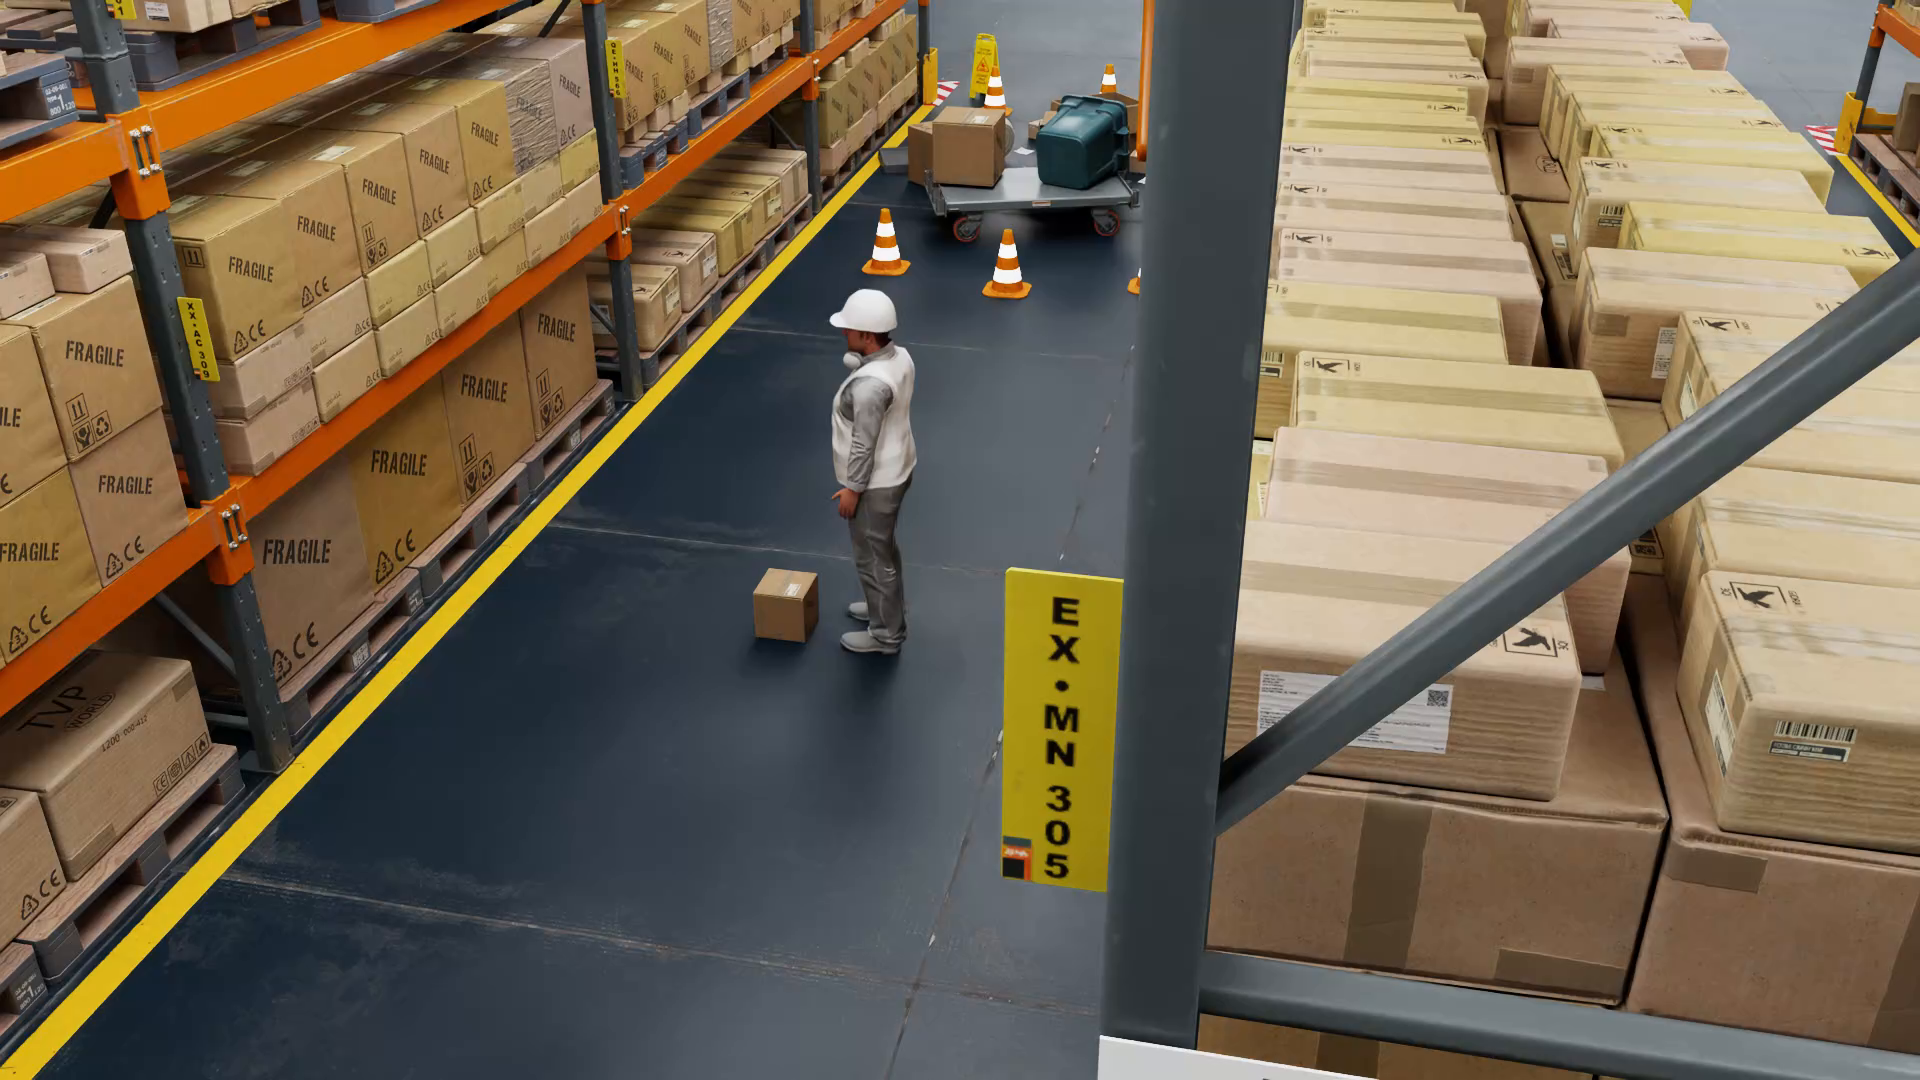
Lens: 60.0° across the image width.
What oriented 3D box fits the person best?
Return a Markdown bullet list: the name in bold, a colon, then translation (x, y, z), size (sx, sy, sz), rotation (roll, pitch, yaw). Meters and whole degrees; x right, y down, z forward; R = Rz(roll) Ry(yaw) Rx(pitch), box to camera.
- **person**: translation (-0.410, -0.306, 7.655), size (0.392, 1.778, 0.536), rotation (6, 29, 11)
